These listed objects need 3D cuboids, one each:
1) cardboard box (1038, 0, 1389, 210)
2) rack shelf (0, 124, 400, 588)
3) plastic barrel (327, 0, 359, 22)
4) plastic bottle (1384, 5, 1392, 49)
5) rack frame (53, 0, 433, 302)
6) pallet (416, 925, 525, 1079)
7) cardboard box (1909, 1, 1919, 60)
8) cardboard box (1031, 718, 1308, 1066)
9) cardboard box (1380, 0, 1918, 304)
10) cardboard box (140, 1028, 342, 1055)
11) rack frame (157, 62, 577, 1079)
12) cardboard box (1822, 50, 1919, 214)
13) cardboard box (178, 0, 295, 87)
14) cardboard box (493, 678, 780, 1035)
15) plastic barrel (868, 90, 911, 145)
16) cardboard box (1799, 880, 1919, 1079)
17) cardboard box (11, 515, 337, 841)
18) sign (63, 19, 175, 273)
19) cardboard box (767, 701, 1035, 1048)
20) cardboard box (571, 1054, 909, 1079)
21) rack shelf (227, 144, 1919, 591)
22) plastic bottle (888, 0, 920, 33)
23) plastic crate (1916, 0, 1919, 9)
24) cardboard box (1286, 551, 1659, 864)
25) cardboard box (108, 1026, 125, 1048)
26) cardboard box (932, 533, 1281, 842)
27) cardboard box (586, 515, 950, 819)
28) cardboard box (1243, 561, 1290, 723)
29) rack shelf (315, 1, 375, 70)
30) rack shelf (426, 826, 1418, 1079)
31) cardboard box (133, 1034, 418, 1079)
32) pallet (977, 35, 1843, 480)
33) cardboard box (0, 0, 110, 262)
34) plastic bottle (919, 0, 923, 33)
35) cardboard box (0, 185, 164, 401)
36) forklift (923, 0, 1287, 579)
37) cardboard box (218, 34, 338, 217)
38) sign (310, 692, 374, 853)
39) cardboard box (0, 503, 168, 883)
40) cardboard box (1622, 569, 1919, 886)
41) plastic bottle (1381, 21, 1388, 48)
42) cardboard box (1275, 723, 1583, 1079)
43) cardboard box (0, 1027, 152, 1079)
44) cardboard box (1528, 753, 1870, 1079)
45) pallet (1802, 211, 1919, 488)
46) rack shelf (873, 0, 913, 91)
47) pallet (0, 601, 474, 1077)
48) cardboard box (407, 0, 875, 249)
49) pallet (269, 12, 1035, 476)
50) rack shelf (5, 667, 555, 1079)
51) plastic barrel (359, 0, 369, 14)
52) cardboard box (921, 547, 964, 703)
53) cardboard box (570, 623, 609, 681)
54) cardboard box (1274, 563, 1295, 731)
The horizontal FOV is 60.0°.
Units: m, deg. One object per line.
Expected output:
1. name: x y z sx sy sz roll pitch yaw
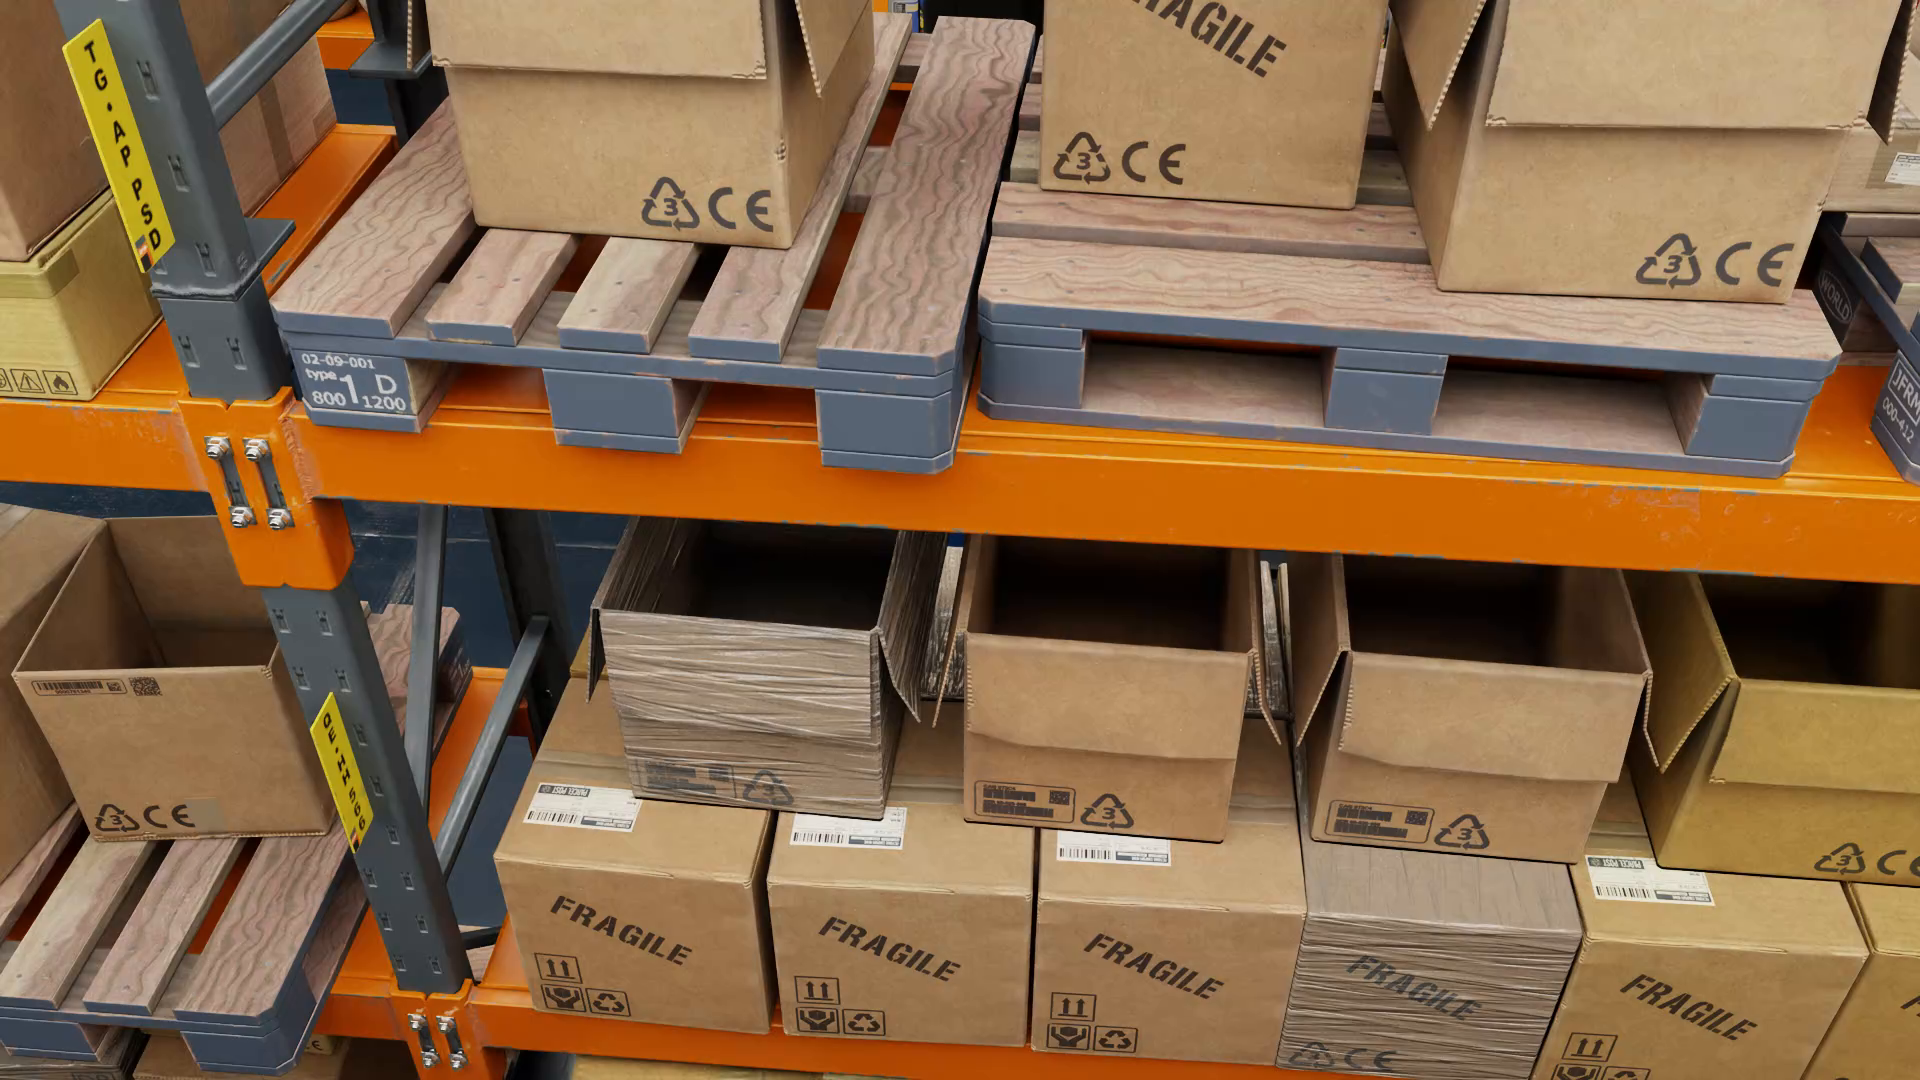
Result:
1. cardboard box: 0.407 -0.887 2.676 0.500 0.500 0.500 5 39 6
2. rack shelf: -3.067 -0.495 3.176 4.000 0.370 1.077 3 39 4
3. plastic barrel: -2.967 -2.657 7.531 0.433 0.535 0.433 0 39 0
4. plastic bottle: 1.917 -2.224 7.204 0.135 0.276 0.152 3 39 4
5. rack frame: -1.074 -1.828 1.868 0.127 3.000 1.000 3 39 4
6. pallet: -1.853 1.536 4.695 1.213 0.211 1.003 3 39 4
7. cardboard box: 1.825 -0.692 2.586 0.500 0.311 0.500 2 39 2
8. cardboard box: 0.411 0.709 3.423 0.500 0.500 0.500 2 39 3
9. cardboard box: 0.963 -0.770 2.529 0.637 0.503 0.797 3 39 3
10. cardboard box: -1.745 0.989 4.197 0.500 0.250 0.500 5 39 6
11. rack frame: -1.074 0.498 3.762 0.127 3.000 1.000 3 39 4
12. cardboard box: 1.440 -0.688 2.709 0.250 0.149 0.380 2 39 2
13. cardboard box: -1.520 -1.085 2.856 0.500 0.500 0.500 3 39 4
14. cardboard box: -0.614 0.657 3.487 0.500 0.500 0.500 4 39 5
15. plastic barrel: -0.158 -1.922 8.122 0.708 0.830 0.600 3 39 4
16. cardboard box: 1.929 0.792 3.321 0.500 0.500 0.500 4 39 5
17. cardboard box: -1.616 0.292 3.603 0.500 0.500 0.500 -1 39 -2
18. sign: -1.123 -0.524 2.232 0.005 0.325 0.100 3 39 4
19. cardboard box: -0.100 0.684 3.455 0.500 0.500 0.500 2 39 3
20. cardboard box: -0.389 1.210 4.238 0.875 0.875 1.225 1 39 2
21. rack shelf: 0.918 -0.277 2.908 4.000 0.370 1.077 3 39 4
22. plastic bottle: -0.244 -2.342 7.349 0.135 0.276 0.152 3 39 4
23. plastic crate: 4.206 -2.241 7.028 0.583 0.464 0.402 3 39 4
24. cardboard box: 0.970 0.190 3.266 0.637 0.503 0.797 4 39 5
25. cardboard box: -2.274 0.966 4.224 0.500 0.250 0.500 7 40 9
26. cardboard box: 0.302 0.158 3.306 0.637 0.503 0.797 4 39 5
27. cardboard box: -0.347 0.120 3.352 0.637 0.503 0.797 4 39 5
28. cardboard box: 0.452 0.388 3.818 0.500 0.500 0.500 2 39 2
29. rack shelf: -2.640 -2.447 7.950 4.000 0.370 1.077 3 39 4
30. rack shelf: 0.918 0.886 3.855 4.000 0.370 1.077 3 39 4
31. cardboard box: -1.744 1.273 4.441 0.500 0.500 0.700 1 39 1
32. pallet: 0.686 -0.531 2.800 1.213 0.211 1.003 5 39 6
33. cardboard box: -1.571 -0.766 2.464 0.500 0.500 0.500 4 39 5
34. plastic bottle: -0.131 -2.316 7.322 0.097 0.271 0.097 0 39 0
35. cardboard box: -1.569 -0.479 2.704 0.500 0.250 0.500 3 39 4
36. forklift: 0.628 -1.104 5.784 3.031 2.935 1.130 3 39 4
37. cardboard box: -1.521 -0.793 3.090 0.500 0.250 0.500 4 39 5
38. sign: -1.112 0.422 3.001 0.005 0.325 0.100 3 39 4
39. cardboard box: -2.181 0.325 3.563 0.500 0.500 0.700 9 40 10
40. cardboard box: 1.591 0.214 3.237 0.637 0.503 0.797 4 39 4
41. plastic bottle: 1.799 -2.184 7.214 0.097 0.201 0.097 0 39 0
42. cardboard box: 0.909 0.738 3.388 0.500 0.500 0.500 3 39 4
43. cardboard box: -2.297 1.251 4.469 0.500 0.500 0.700 0 39 0
44. cardboard box: 1.408 0.768 3.351 0.500 0.500 0.500 3 39 3
45. pallet: 1.993 -0.392 2.631 1.217 0.209 0.805 2 39 2
46. rack shelf: 1.345 -2.229 7.682 4.000 0.370 1.077 3 39 4
47. pallet: -1.794 0.601 3.788 1.003 0.211 1.213 3 39 4
48. cardboard box: -0.460 -0.880 2.664 0.637 0.503 0.797 5 39 6
49. pallet: -0.428 -0.590 2.872 1.003 0.211 1.213 5 39 6
50. rack shelf: -3.067 0.668 4.123 4.000 0.370 1.077 3 39 4
51. plastic barrel: -2.536 -2.634 7.502 0.433 0.535 0.433 0 39 0
52. cardboard box: -0.065 0.361 3.851 0.500 0.500 0.500 3 39 3
53. cardboard box: -0.561 0.331 3.889 0.500 0.500 0.500 4 39 5
54. cardboard box: 0.959 0.416 3.784 0.500 0.500 0.500 4 39 5
